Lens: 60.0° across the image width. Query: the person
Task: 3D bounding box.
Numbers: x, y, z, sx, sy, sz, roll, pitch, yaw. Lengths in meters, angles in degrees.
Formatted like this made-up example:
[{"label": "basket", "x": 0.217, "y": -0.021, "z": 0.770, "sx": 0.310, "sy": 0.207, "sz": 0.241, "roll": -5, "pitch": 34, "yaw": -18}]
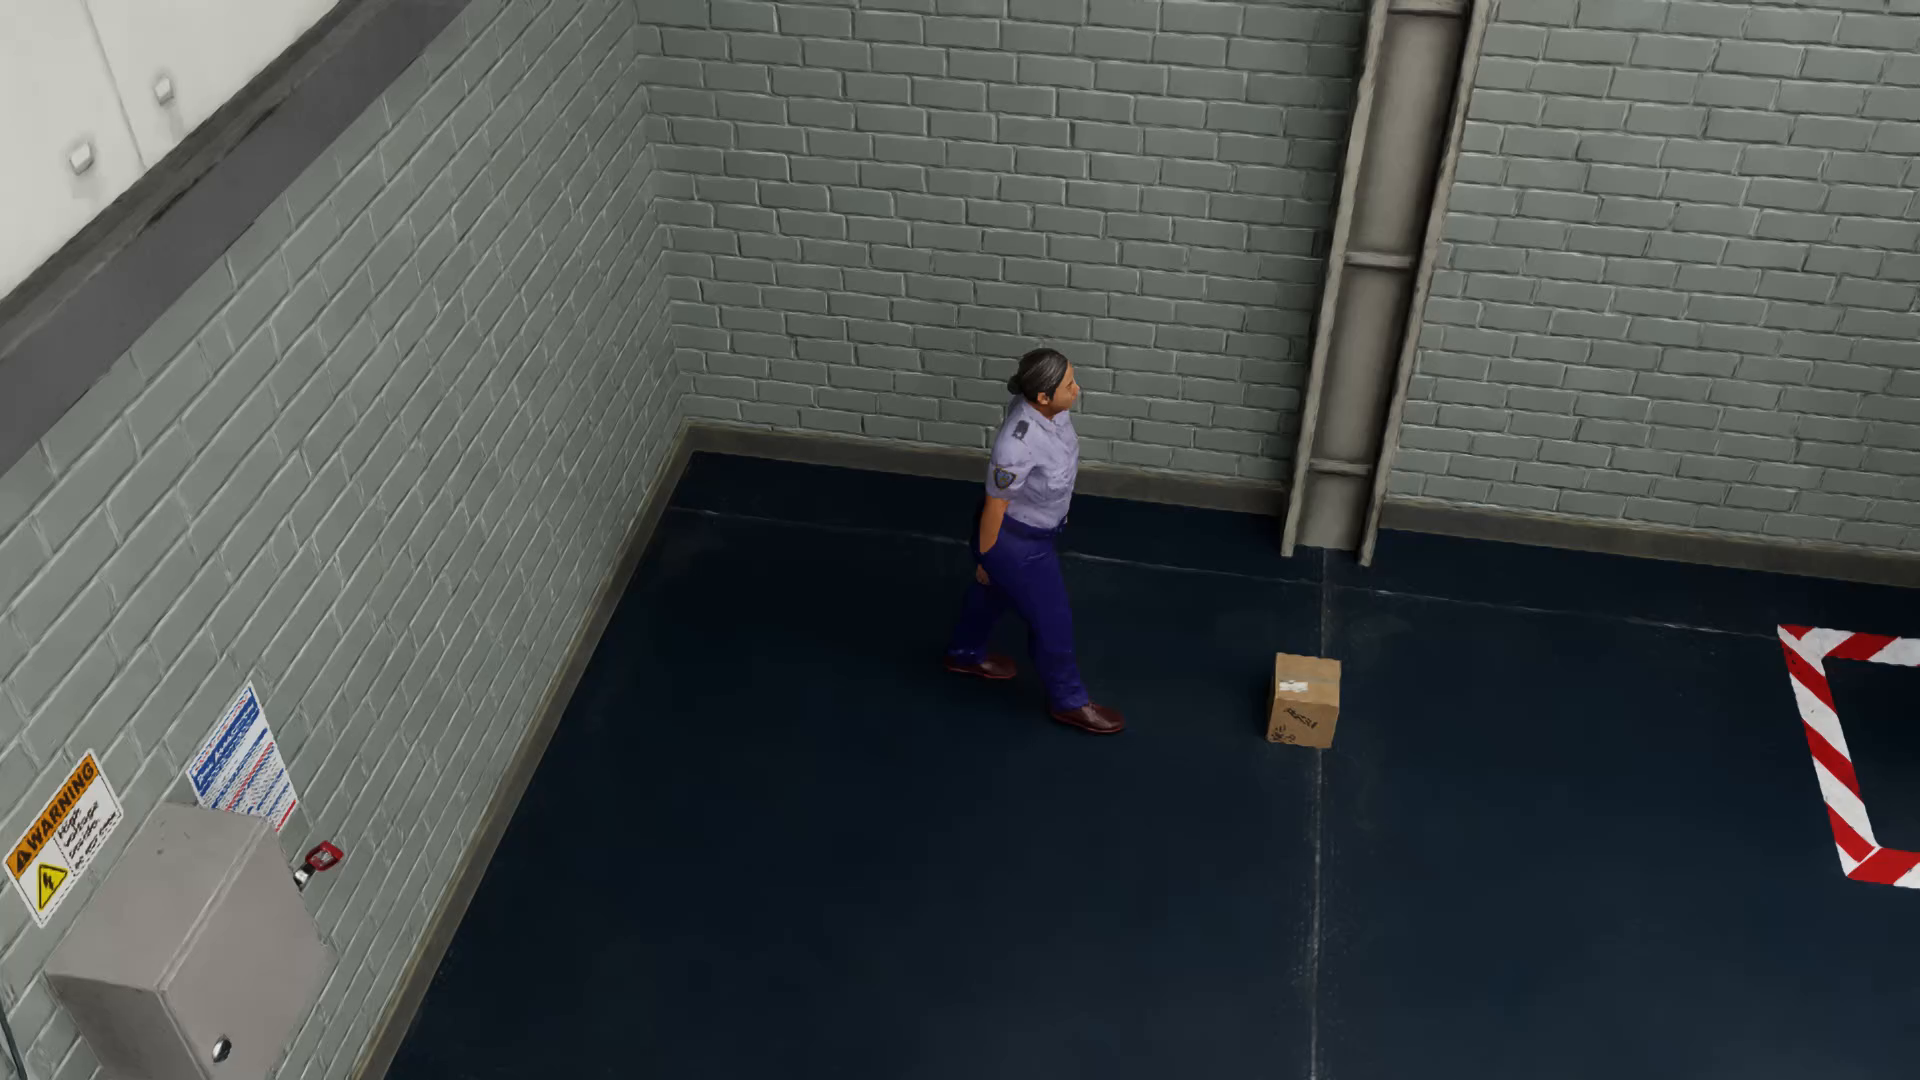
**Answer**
[{"label": "person", "x": 0.306, "y": -0.026, "z": 6.199, "sx": 0.744, "sy": 1.613, "sz": 0.506, "roll": 5, "pitch": 41, "yaw": 6}]
